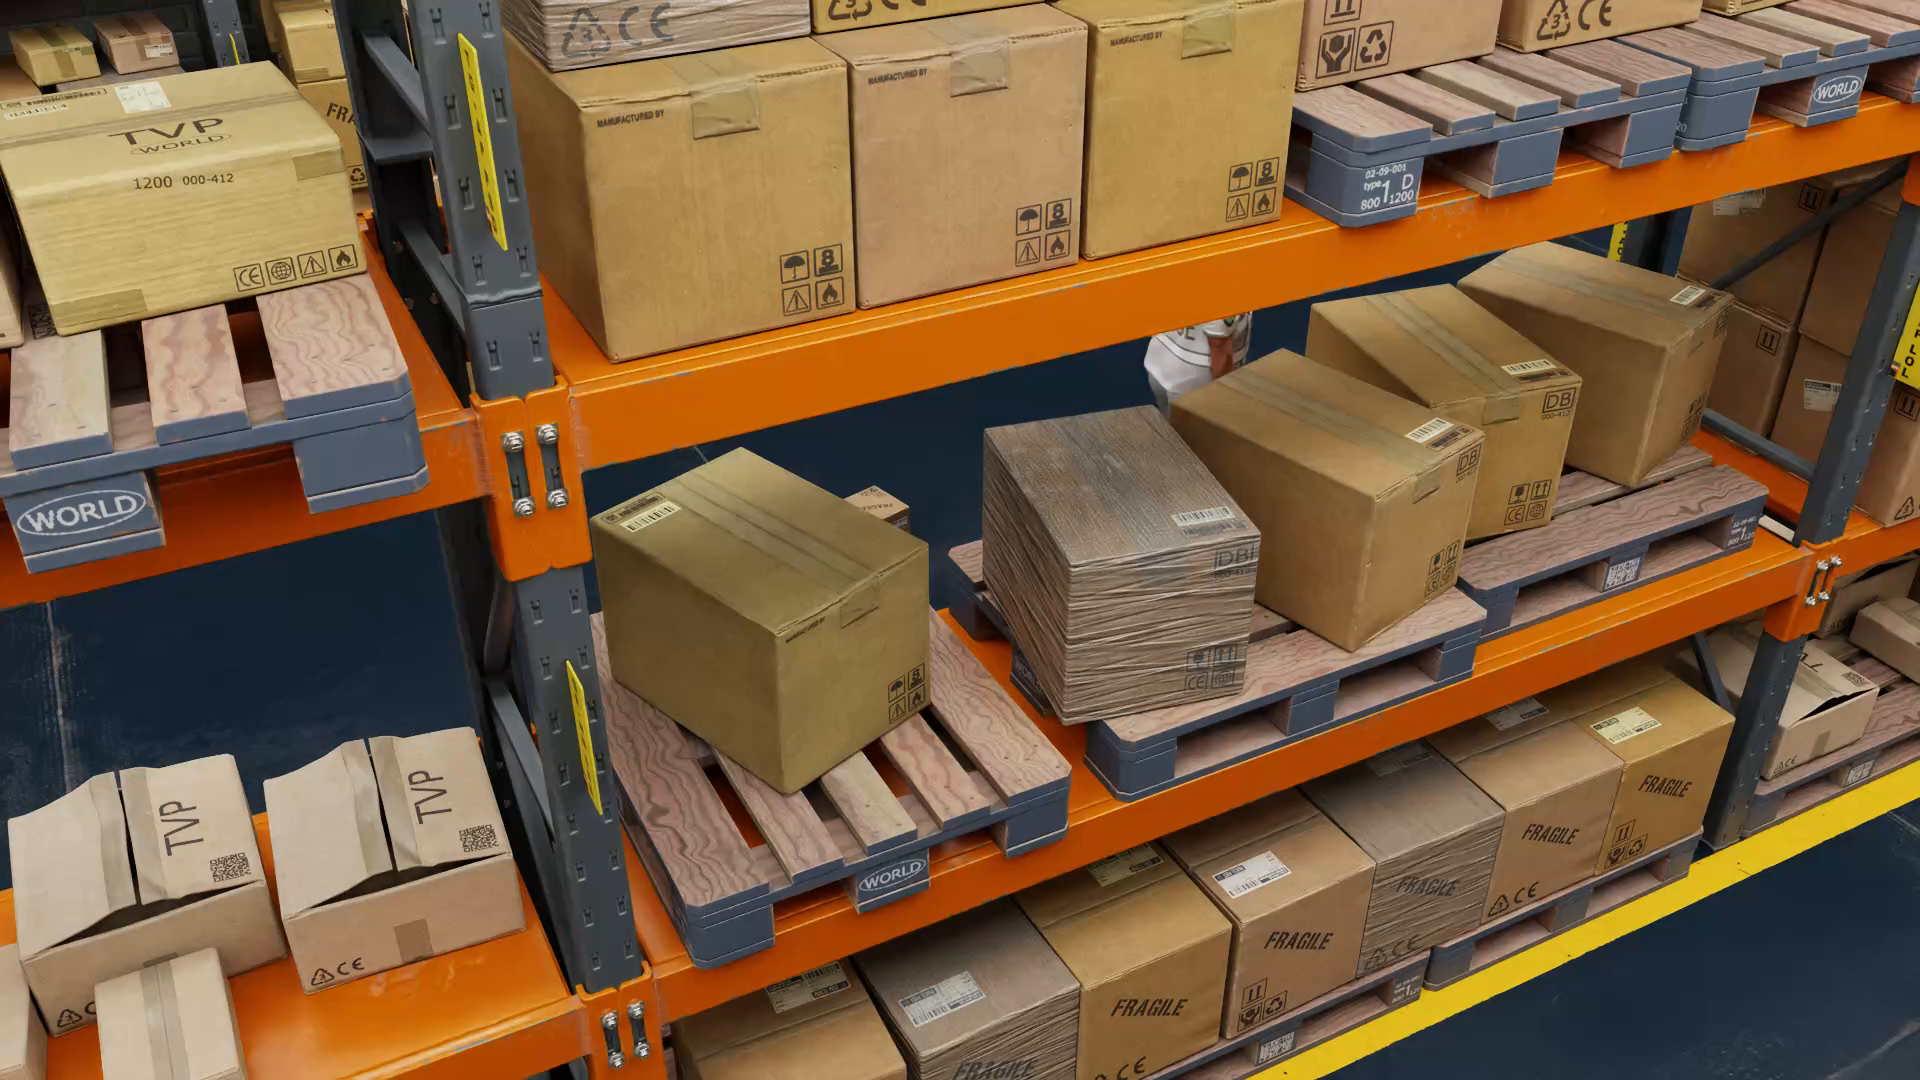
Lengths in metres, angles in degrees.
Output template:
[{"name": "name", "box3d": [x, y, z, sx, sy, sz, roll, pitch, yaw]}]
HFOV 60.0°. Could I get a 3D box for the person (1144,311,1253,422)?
[{"name": "person", "box3d": [0.978, -0.695, 7.152, 0.534, 1.761, 0.597, -13, 35, -19]}]
